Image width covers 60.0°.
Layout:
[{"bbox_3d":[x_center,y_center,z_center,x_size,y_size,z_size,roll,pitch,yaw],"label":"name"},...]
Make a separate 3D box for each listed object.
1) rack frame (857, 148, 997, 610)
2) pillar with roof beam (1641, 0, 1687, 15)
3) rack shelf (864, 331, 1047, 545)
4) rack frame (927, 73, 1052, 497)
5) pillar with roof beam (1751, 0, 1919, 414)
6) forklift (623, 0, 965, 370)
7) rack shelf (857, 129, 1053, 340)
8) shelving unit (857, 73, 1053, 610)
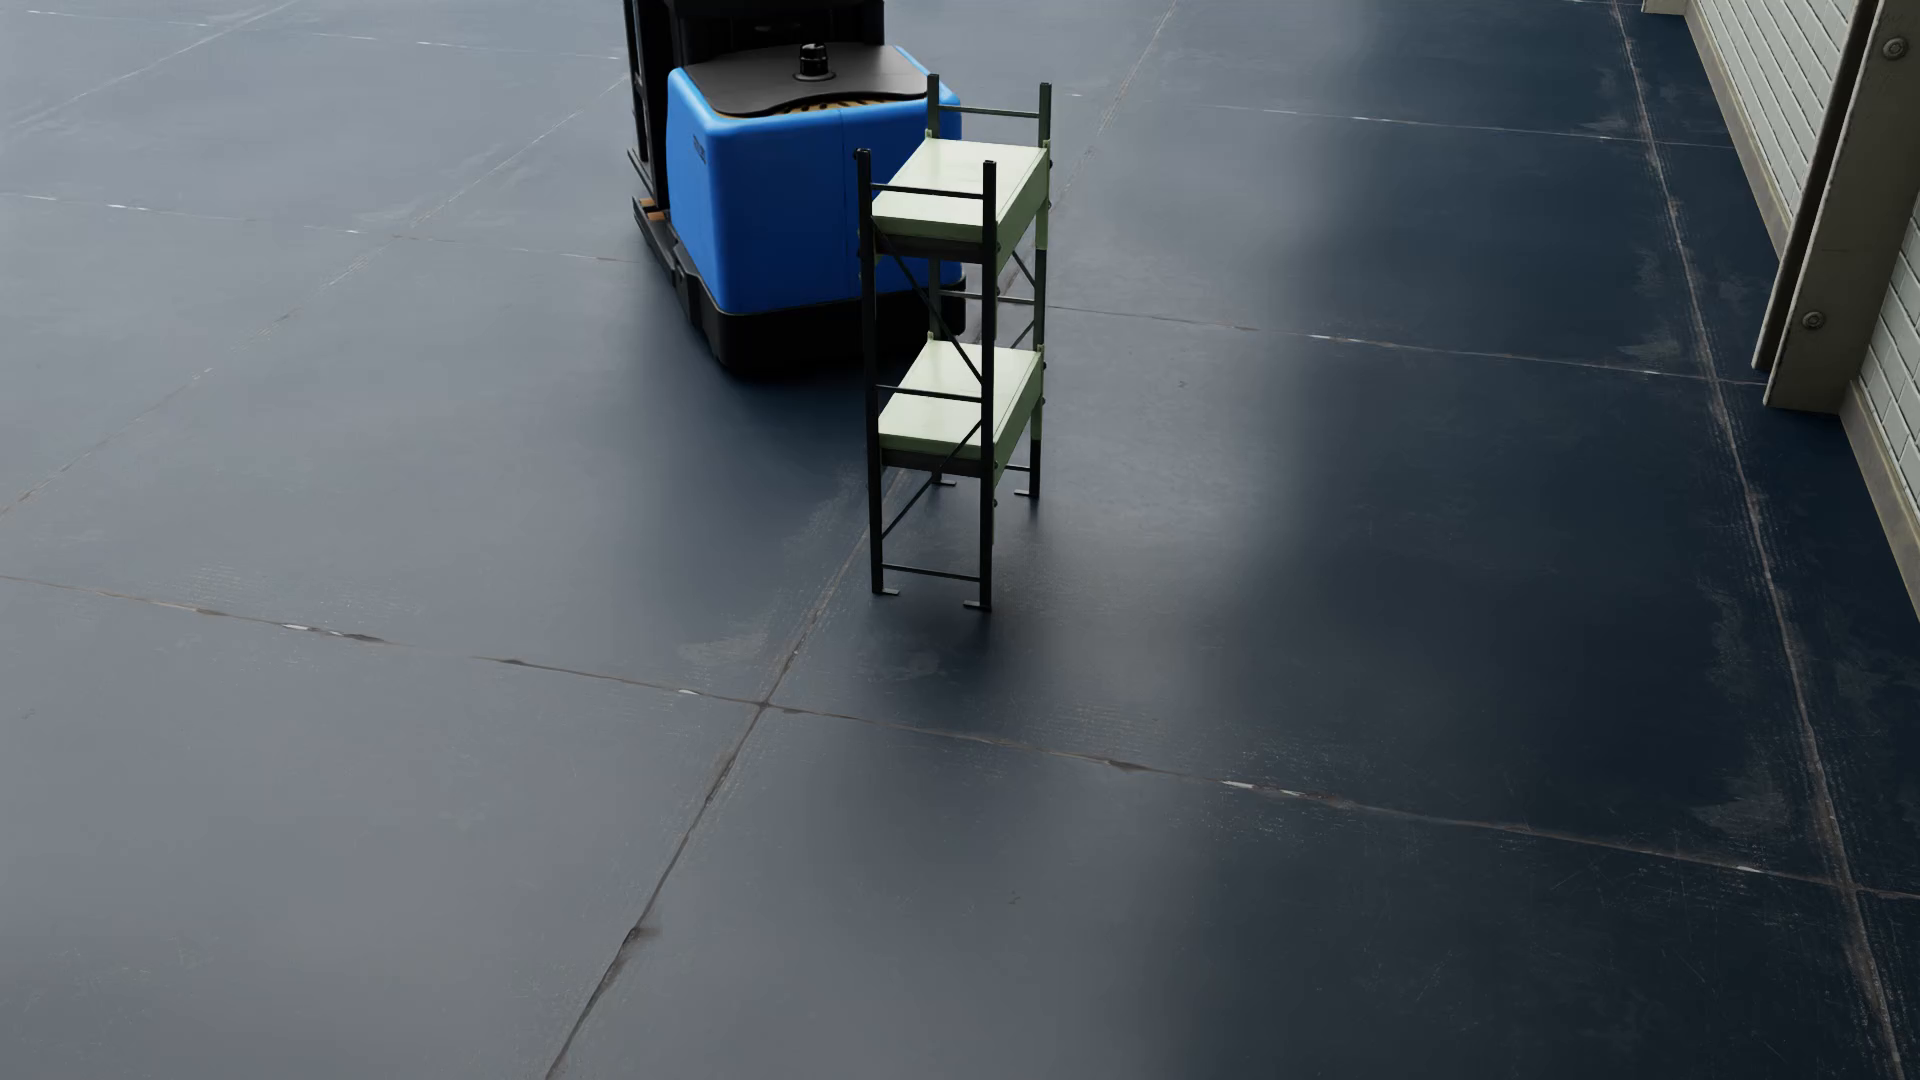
[{"bbox_3d":[-0.095,-0.440,5.043,0.400,1.500,0.023,8,33,12],"label":"rack frame"},{"bbox_3d":[0.745,-8.110,10.119,9.100,9.000,0.400,8,33,12],"label":"pillar with roof beam"},{"bbox_3d":[-0.002,-0.354,5.517,0.431,0.370,0.720,8,33,12],"label":"rack shelf"},{"bbox_3d":[0.091,-0.819,5.641,0.400,1.500,0.023,8,33,12],"label":"rack frame"},{"bbox_3d":[-0.778,-4.996,5.221,9.100,9.000,0.400,8,33,12],"label":"pillar with roof beam"},{"bbox_3d":[-0.952,-2.705,7.273,1.130,2.935,3.031,-11,34,-16],"label":"forklift"},{"bbox_3d":[-0.002,-0.959,5.133,0.431,0.370,0.720,8,33,12],"label":"rack shelf"},{"bbox_3d":[-0.002,-0.629,5.342,0.431,1.500,0.755,8,33,12],"label":"shelving unit"}]
